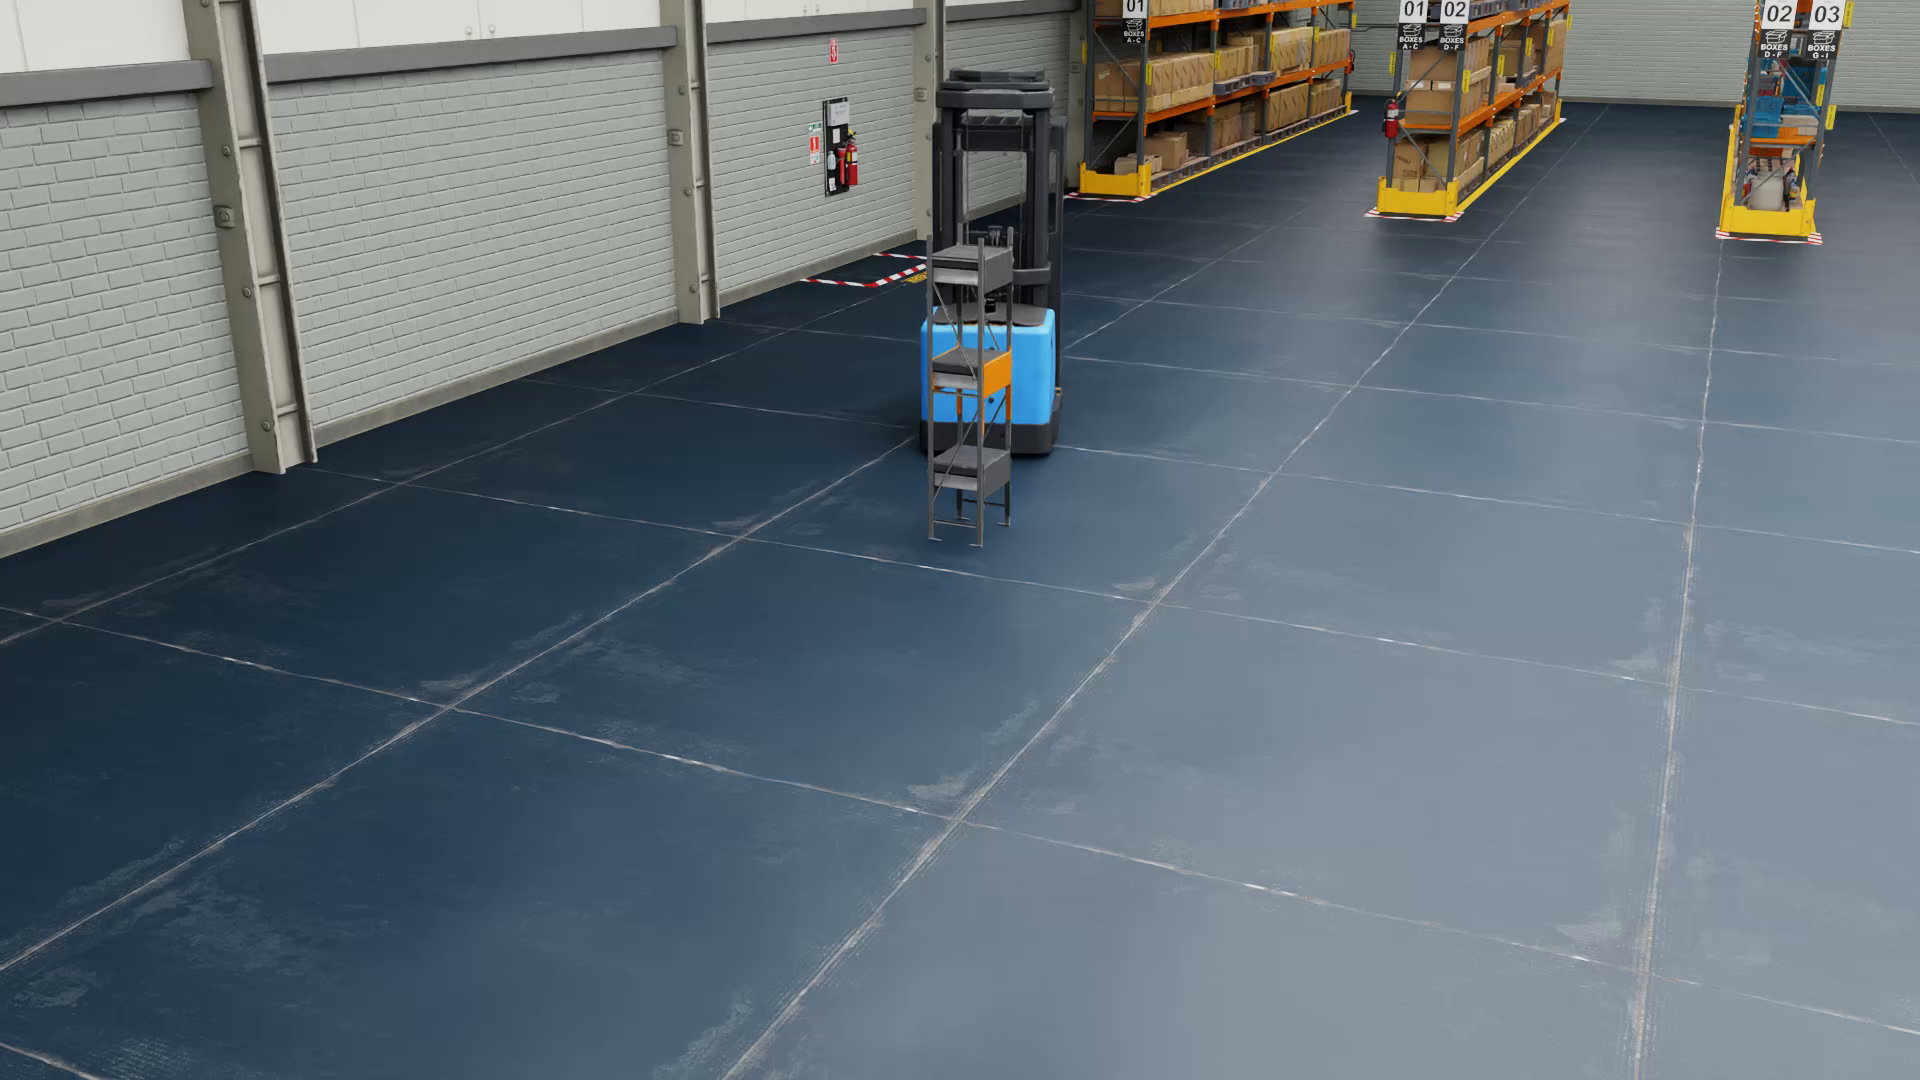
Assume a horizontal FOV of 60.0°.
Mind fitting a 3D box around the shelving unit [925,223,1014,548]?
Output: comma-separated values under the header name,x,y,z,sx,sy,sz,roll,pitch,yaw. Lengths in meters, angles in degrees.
name,x,y,z,sx,sy,sz,roll,pitch,yaw
shelving unit,0.068,-1.040,11.259,0.431,2.100,0.503,9,21,23

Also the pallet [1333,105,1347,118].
name,x,y,z,sx,sy,sz,roll,pitch,yaw
pallet,8.840,-10.495,40.666,1.003,0.211,1.213,9,21,23

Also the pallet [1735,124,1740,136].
name,x,y,z,sx,sy,sz,roll,pitch,yaw
pallet,17.260,-8.773,35.822,1.003,0.211,1.213,9,21,23

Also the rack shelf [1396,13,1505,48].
name,x,y,z,sx,sy,sz,roll,pitch,yaw
rack shelf,7.884,-8.181,26.592,1.077,0.370,4.000,9,21,23

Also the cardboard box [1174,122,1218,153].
name,x,y,z,sx,sy,sz,roll,pitch,yaw
cardboard box,4.469,-7.653,31.585,0.700,0.500,0.500,9,22,25

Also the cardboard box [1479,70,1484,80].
name,x,y,z,sx,sy,sz,roll,pitch,yaw
cardboard box,8.473,-7.722,27.587,0.380,0.149,0.250,9,21,23

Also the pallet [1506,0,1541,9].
name,x,y,z,sx,sy,sz,roll,pitch,yaw
pallet,10.145,-10.045,31.043,1.213,0.211,1.003,10,22,25

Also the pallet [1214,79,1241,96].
name,x,y,z,sx,sy,sz,roll,pitch,yaw
pallet,4.628,-8.519,31.234,1.003,0.211,1.213,9,21,23

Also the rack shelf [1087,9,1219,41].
name,x,y,z,sx,sy,sz,roll,pitch,yaw
rack shelf,3.363,-8.859,28.500,1.077,0.370,4.000,9,21,23

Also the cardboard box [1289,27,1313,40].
name,x,y,z,sx,sy,sz,roll,pitch,yaw
cardboard box,7.500,-11.214,36.782,0.500,0.250,0.500,9,22,24

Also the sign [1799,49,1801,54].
name,x,y,z,sx,sy,sz,roll,pitch,yaw
sign,18.643,-10.711,36.868,0.100,0.325,0.005,9,21,23

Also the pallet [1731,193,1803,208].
name,x,y,z,sx,sy,sz,roll,pitch,yaw
pallet,12.409,-5.149,25.632,1.003,0.211,1.213,9,21,23

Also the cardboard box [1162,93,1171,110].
name,x,y,z,sx,sy,sz,roll,pitch,yaw
cardboard box,3.233,-7.378,27.933,0.500,0.250,0.500,8,21,21

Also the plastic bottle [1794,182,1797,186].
name,x,y,z,sx,sy,sz,roll,pitch,yaw
plastic bottle,12.719,-5.320,25.348,0.061,0.283,0.133,9,21,24

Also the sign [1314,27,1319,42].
name,x,y,z,sx,sy,sz,roll,pitch,yaw
sign,7.957,-11.278,37.096,0.100,0.325,0.005,9,21,23

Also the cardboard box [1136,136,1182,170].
name,x,y,z,sx,sy,sz,roll,pitch,yaw
cardboard box,3.489,-6.794,29.169,0.700,0.500,0.500,7,21,19

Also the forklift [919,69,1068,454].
name,x,y,z,sx,sy,sz,roll,pitch,yaw
forklift,0.339,-2.514,14.163,1.130,2.935,3.031,2,20,5

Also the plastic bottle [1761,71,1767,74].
name,x,y,z,sx,sy,sz,roll,pitch,yaw
plastic bottle,15.719,-9.031,32.571,0.152,0.276,0.135,9,21,23

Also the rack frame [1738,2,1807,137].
name,x,y,z,sx,sy,sz,roll,pitch,yaw
rack frame,16.497,-9.482,33.655,1.000,3.000,0.127,9,21,23

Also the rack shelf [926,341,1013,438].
name,x,y,z,sx,sy,sz,roll,pitch,yaw
rack shelf,0.068,-1.027,11.264,0.431,0.518,0.480,9,21,23

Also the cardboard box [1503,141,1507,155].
name,x,y,z,sx,sy,sz,roll,pitch,yaw
cardboard box,9.932,-7.337,31.100,0.500,0.250,0.500,9,22,24

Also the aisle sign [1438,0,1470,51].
name,x,y,z,sx,sy,sz,roll,pitch,yaw
aisle sign,7.318,-7.658,24.645,0.394,0.787,0.004,9,21,23

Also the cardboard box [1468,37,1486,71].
name,x,y,z,sx,sy,sz,roll,pitch,yaw
cardboard box,8.321,-8.085,27.640,0.700,0.500,0.500,8,21,23

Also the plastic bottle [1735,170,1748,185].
name,x,y,z,sx,sy,sz,roll,pitch,yaw
plastic bottle,12.583,-5.821,26.768,0.152,0.276,0.135,9,22,25

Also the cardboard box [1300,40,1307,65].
name,x,y,z,sx,sy,sz,roll,pitch,yaw
cardboard box,7.299,-10.705,36.471,0.500,0.500,0.500,9,21,23

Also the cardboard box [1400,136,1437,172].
name,x,y,z,sx,sy,sz,roll,pitch,yaw
cardboard box,7.409,-6.263,26.960,0.500,0.500,0.500,9,21,23

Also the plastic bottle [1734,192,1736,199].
name,x,y,z,sx,sy,sz,roll,pitch,yaw
plastic bottle,11.935,-5.324,25.483,0.097,0.201,0.097,0,20,0

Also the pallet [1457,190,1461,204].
name,x,y,z,sx,sy,sz,roll,pitch,yaw
pallet,7.340,-5.421,26.395,1.003,0.211,1.213,9,21,23

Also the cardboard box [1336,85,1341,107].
name,x,y,z,sx,sy,sz,roll,pitch,yaw
cardboard box,8.901,-10.857,40.624,0.700,0.500,0.500,9,21,23

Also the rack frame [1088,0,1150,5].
name,x,y,z,sx,sy,sz,roll,pitch,yaw
rack frame,2.544,-10.000,26.158,1.000,3.000,0.127,9,21,23

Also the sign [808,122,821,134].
name,x,y,z,sx,sy,sz,roll,pitch,yaw
sign,-1.772,-5.033,20.302,0.001,0.109,0.331,9,21,23

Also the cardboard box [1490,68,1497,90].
name,x,y,z,sx,sy,sz,roll,pitch,yaw
cardboard box,9.453,-8.311,30.214,0.500,0.500,0.500,9,21,23

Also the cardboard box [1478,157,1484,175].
name,x,y,z,sx,sy,sz,roll,pitch,yaw
cardboard box,8.713,-6.448,28.600,0.500,0.250,0.500,9,21,23

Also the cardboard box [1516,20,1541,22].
name,x,y,z,sx,sy,sz,roll,pitch,yaw
cardboard box,12.988,-11.644,38.092,0.500,0.500,0.500,9,21,23

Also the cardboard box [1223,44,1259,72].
name,x,y,z,sx,sy,sz,roll,pitch,yaw
cardboard box,5.637,-9.728,33.541,0.700,0.500,0.500,6,20,16

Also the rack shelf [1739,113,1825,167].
name,x,y,z,sx,sy,sz,roll,pitch,yaw
rack shelf,12.402,-6.086,25.180,1.077,0.370,4.000,9,21,23

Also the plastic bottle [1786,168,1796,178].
name,x,y,z,sx,sy,sz,roll,pitch,yaw
plastic bottle,13.141,-5.701,26.319,0.144,0.351,0.185,7,21,20

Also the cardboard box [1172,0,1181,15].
name,x,y,z,sx,sy,sz,roll,pitch,yaw
cardboard box,3.371,-9.030,27.727,0.500,0.500,0.500,10,22,25

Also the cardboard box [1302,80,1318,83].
name,x,y,z,sx,sy,sz,roll,pitch,yaw
cardboard box,8.356,-10.919,39.830,0.380,0.149,0.250,9,21,23

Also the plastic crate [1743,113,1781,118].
name,x,y,z,sx,sy,sz,roll,pitch,yaw
plastic crate,11.786,-6.136,24.467,0.499,0.251,0.408,9,21,23

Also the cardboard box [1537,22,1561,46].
name,x,y,z,sx,sy,sz,roll,pitch,yaw
cardboard box,13.061,-11.260,37.011,0.500,0.500,0.500,9,22,24

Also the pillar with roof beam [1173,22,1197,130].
name,x,y,z,sx,sy,sz,roll,pitch,yaw
pillar with roof beam,8.426,-11.576,30.589,9.100,9.000,0.400,9,21,23

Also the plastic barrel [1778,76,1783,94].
name,x,y,z,sx,sy,sz,roll,pitch,yaw
plastic barrel,14.632,-7.968,29.232,0.421,0.512,0.421,0,20,0

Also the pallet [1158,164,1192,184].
name,x,y,z,sx,sy,sz,roll,pitch,yaw
pallet,3.441,-6.498,29.425,1.003,0.211,1.213,9,21,23

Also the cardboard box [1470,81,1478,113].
name,x,y,z,sx,sy,sz,roll,pitch,yaw
cardboard box,8.108,-7.313,27.407,0.700,0.500,0.500,9,21,24

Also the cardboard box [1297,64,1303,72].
name,x,y,z,sx,sy,sz,roll,pitch,yaw
cardboard box,7.295,-10.348,36.435,0.380,0.149,0.250,9,21,23

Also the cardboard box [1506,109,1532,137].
name,x,y,z,sx,sy,sz,roll,pitch,yaw
cardboard box,11.416,-8.544,34.089,0.500,0.500,0.500,8,21,21

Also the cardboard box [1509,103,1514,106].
name,x,y,z,sx,sy,sz,roll,pitch,yaw
cardboard box,11.559,-9.078,35.593,0.500,0.500,0.500,8,21,20

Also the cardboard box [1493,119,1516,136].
name,x,y,z,sx,sy,sz,roll,pitch,yaw
cardboard box,10.351,-7.913,31.882,0.500,0.311,0.500,9,22,24

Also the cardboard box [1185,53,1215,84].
name,x,y,z,sx,sy,sz,roll,pitch,yaw
cardboard box,4.271,-8.501,29.972,0.500,0.500,0.500,8,21,23
